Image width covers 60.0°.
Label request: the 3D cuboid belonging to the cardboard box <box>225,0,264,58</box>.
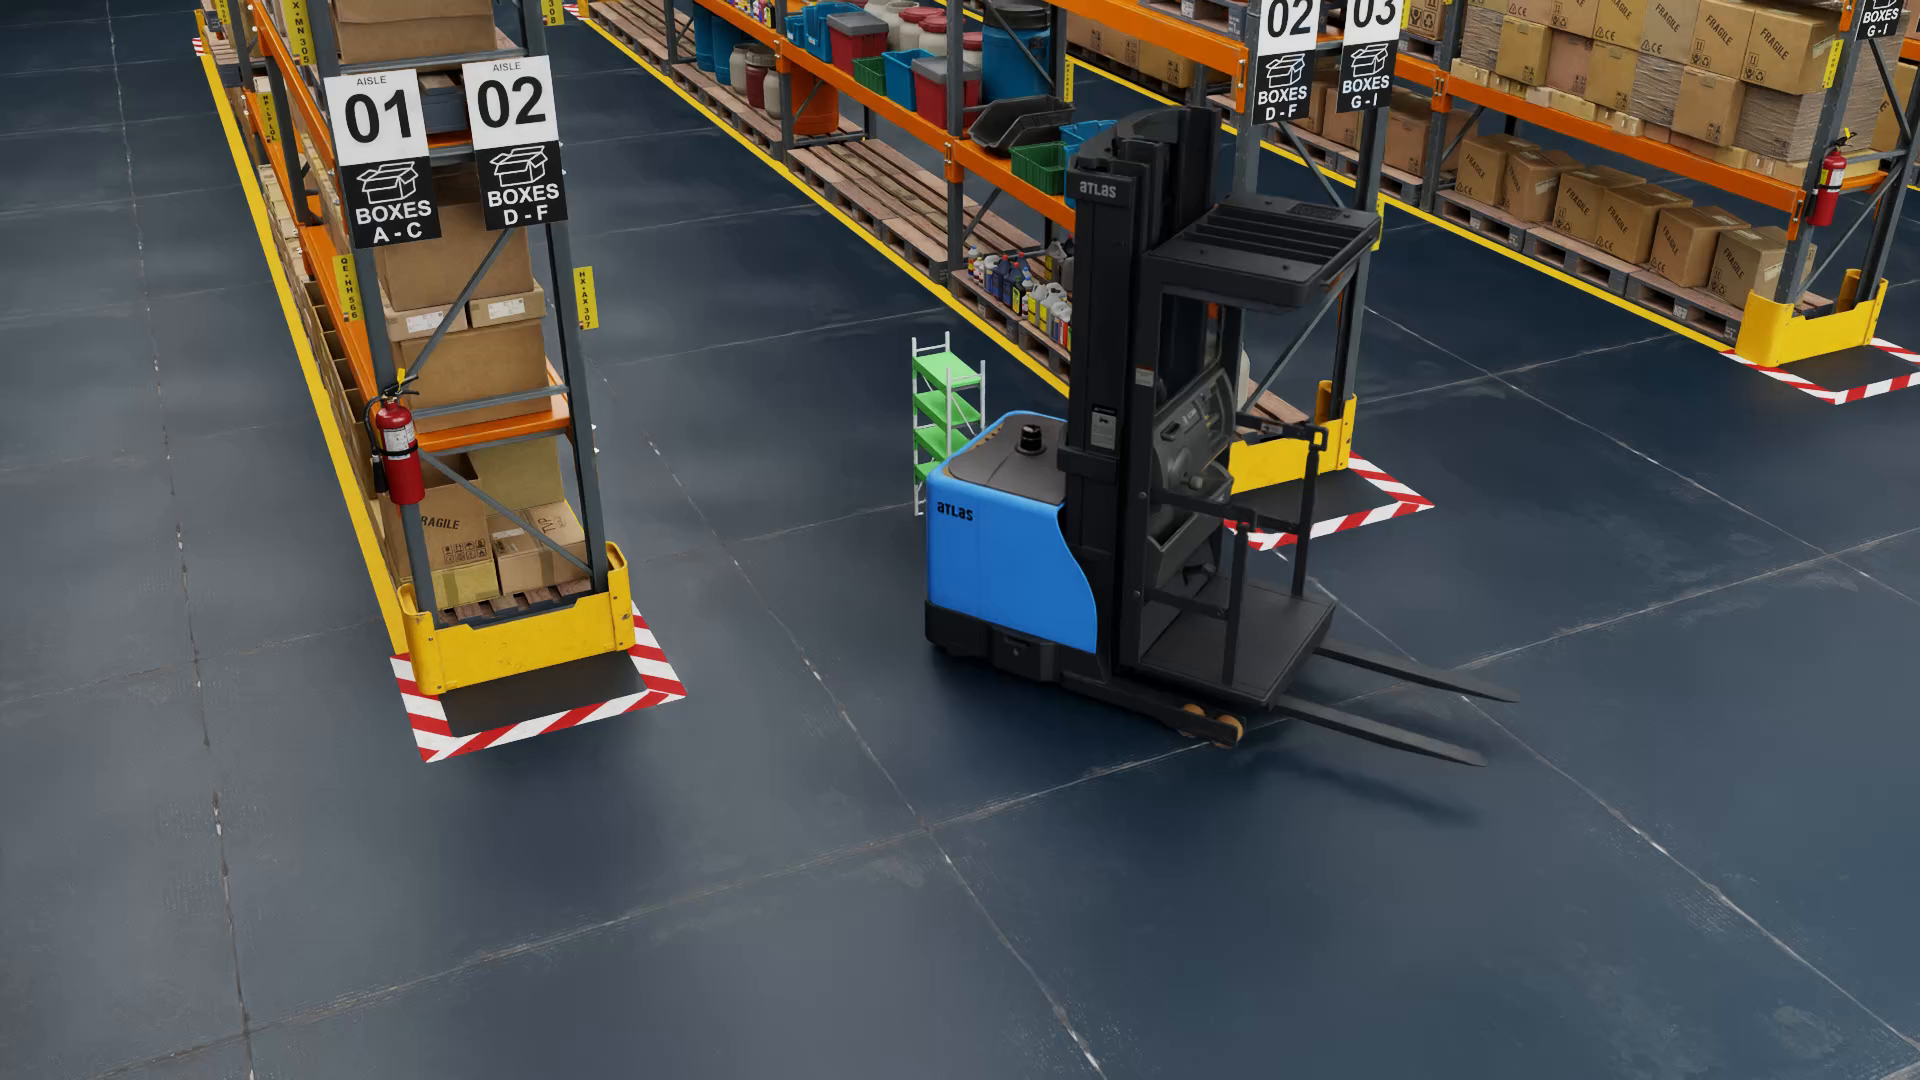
[{"bbox_3d":[-6.193,-4.703,15.011,0.700,0.500,0.500,-26,38,-38],"label":"cardboard box"}]

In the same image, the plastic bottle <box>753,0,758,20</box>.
[{"bbox_3d":[-2.078,-5.462,17.099,0.097,0.201,0.097,0,29,0],"label":"plastic bottle"}]

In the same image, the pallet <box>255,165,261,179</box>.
[{"bbox_3d":[-6.627,-3.881,16.928,1.003,0.211,1.213,-13,32,-22],"label":"pallet"}]

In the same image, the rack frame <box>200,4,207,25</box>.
[{"bbox_3d":[-9.255,-7.755,20.986,1.000,3.000,0.127,-13,32,-22],"label":"rack frame"}]

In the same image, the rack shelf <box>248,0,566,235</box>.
[{"bbox_3d":[-3.245,-2.565,9.400,1.077,0.370,4.000,-13,32,-22],"label":"rack shelf"}]

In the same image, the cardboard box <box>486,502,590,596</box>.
[{"bbox_3d":[-2.415,0.045,9.457,0.500,0.250,0.500,-13,32,-22],"label":"cardboard box"}]

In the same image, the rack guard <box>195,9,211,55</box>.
[{"bbox_3d":[-9.222,-6.631,21.538,1.175,0.500,0.348,-13,32,-22],"label":"rack guard"}]

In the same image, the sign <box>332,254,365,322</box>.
[{"bbox_3d":[-2.882,-1.188,7.848,0.100,0.325,0.005,-13,32,-22],"label":"sign"}]

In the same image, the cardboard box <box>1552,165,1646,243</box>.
[{"bbox_3d":[5.571,-2.931,14.510,0.500,0.500,0.500,-16,33,-26],"label":"cardboard box"}]

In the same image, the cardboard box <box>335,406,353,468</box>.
[{"bbox_3d":[-3.758,-0.726,10.832,0.500,0.250,0.500,-13,32,-22],"label":"cardboard box"}]

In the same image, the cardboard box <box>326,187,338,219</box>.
[{"bbox_3d":[-3.606,-2.053,10.052,0.380,0.149,0.250,-14,32,-23],"label":"cardboard box"}]

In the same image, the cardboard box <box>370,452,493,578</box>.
[{"bbox_3d":[-2.885,-0.173,9.079,0.500,0.500,0.500,-13,32,-22],"label":"cardboard box"}]

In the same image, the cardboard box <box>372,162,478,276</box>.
[{"bbox_3d":[-2.828,-1.760,8.867,0.700,0.500,0.500,-14,32,-23],"label":"cardboard box"}]

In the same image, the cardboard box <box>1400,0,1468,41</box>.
[{"bbox_3d":[4.631,-5.358,15.668,1.000,1.000,1.000,-13,32,-22],"label":"cardboard box"}]

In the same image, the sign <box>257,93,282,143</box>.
[{"bbox_3d":[-4.589,-2.807,11.058,0.100,0.325,0.005,-13,32,-22],"label":"sign"}]

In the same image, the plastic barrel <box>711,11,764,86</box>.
[{"bbox_3d":[-2.540,-5.738,19.105,0.600,0.901,0.708,-13,32,-22],"label":"plastic barrel"}]

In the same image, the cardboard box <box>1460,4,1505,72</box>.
[{"bbox_3d":[4.983,-4.494,14.764,0.875,0.500,0.500,-13,32,-22],"label":"cardboard box"}]

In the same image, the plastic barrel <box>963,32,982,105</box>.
[{"bbox_3d":[0.159,-4.021,14.187,0.433,0.535,0.433,0,29,0],"label":"plastic barrel"}]

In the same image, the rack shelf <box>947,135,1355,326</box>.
[{"bbox_3d":[1.231,-2.295,11.985,1.077,0.370,4.000,-13,32,-22],"label":"rack shelf"}]

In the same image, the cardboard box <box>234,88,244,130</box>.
[{"bbox_3d":[-7.311,-4.592,17.450,0.500,0.500,0.500,-13,32,-21],"label":"cardboard box"}]

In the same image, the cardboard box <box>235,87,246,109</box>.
[{"bbox_3d":[-6.905,-4.489,16.500,0.500,0.250,0.500,-14,32,-23],"label":"cardboard box"}]

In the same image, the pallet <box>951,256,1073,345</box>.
[{"bbox_3d":[0.623,-1.971,13.522,1.003,0.211,1.213,-13,32,-22],"label":"pallet"}]

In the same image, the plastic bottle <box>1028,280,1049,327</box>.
[{"bbox_3d":[0.607,-1.814,12.650,0.144,0.351,0.185,-13,32,-22],"label":"plastic bottle"}]

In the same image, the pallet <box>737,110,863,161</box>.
[{"bbox_3d":[-1.721,-4.383,17.823,1.003,0.211,1.213,-13,32,-22],"label":"pallet"}]

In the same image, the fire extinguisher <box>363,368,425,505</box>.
[{"bbox_3d":[-2.755,-0.504,8.134,0.296,0.674,0.183,-13,32,-22],"label":"fire extinguisher"}]

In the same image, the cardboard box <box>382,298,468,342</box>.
[{"bbox_3d":[-2.722,-1.143,8.428,0.380,0.149,0.250,-14,32,-23],"label":"cardboard box"}]

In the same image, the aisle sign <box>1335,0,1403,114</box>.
[{"bbox_3d":[2.385,-2.889,9.651,0.394,0.787,0.004,-13,32,-22],"label":"aisle sign"}]

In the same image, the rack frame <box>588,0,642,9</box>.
[{"bbox_3d":[-4.779,-8.794,22.838,1.000,3.000,0.127,-13,32,-22],"label":"rack frame"}]

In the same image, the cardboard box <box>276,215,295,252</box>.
[{"bbox_3d":[-5.190,-2.474,13.376,0.500,0.311,0.500,-13,32,-23],"label":"cardboard box"}]

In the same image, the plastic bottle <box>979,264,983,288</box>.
[{"bbox_3d":[0.200,-2.141,13.386,0.097,0.201,0.097,0,29,0],"label":"plastic bottle"}]

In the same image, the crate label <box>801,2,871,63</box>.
[{"bbox_3d":[-1.163,-4.779,15.643,0.502,0.435,0.616,-13,32,-22],"label":"crate label"}]

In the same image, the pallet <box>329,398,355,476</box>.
[{"bbox_3d":[-3.800,-0.878,11.573,1.003,0.211,1.213,-13,32,-22],"label":"pallet"}]

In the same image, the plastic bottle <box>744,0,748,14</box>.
[{"bbox_3d":[-2.203,-5.621,17.312,0.097,0.271,0.097,0,29,0],"label":"plastic bottle"}]

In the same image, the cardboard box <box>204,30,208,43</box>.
[{"bbox_3d":[-9.278,-6.344,20.916,0.380,0.166,0.250,-13,32,-22],"label":"cardboard box"}]

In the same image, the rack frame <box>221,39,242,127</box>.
[{"bbox_3d":[-7.538,-5.988,17.835,1.000,3.000,0.127,-13,32,-22],"label":"rack frame"}]

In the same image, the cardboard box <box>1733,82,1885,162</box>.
[{"bbox_3d":[6.351,-3.188,12.435,0.875,0.500,0.500,-13,32,-22],"label":"cardboard box"}]

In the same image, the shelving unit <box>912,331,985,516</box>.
[{"bbox_3d":[-0.071,-0.596,10.060,0.258,1.200,0.503,-13,32,-22],"label":"shelving unit"}]

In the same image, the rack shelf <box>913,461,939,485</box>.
[{"bbox_3d":[-0.071,-0.331,10.208,0.258,0.148,0.480,-13,32,-22],"label":"rack shelf"}]

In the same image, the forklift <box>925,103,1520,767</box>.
[{"bbox_3d":[1.342,-0.527,8.166,3.031,2.935,1.130,16,33,26],"label":"forklift"}]

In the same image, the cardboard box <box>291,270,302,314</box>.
[{"bbox_3d":[-4.979,-2.010,13.123,0.500,0.250,0.500,-12,32,-21],"label":"cardboard box"}]

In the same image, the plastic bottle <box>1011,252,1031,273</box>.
[{"bbox_3d":[0.474,-2.116,13.188,0.144,0.351,0.185,-13,32,-22],"label":"plastic bottle"}]

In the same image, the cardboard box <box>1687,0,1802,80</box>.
[{"bbox_3d":[5.883,-3.786,12.479,0.500,0.500,0.500,-13,32,-22],"label":"cardboard box"}]

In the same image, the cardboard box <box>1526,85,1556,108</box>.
[{"bbox_3d":[5.080,-3.820,14.225,0.380,0.149,0.250,-13,32,-22],"label":"cardboard box"}]

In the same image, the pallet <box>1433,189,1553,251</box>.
[{"bbox_3d":[5.166,-3.027,15.405,1.003,0.211,1.213,-13,32,-22],"label":"pallet"}]

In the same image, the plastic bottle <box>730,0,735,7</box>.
[{"bbox_3d":[-2.395,-5.803,17.624,0.061,0.283,0.133,-13,32,-22],"label":"plastic bottle"}]

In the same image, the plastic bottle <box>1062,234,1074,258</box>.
[{"bbox_3d":[0.909,-2.305,13.526,0.144,0.351,0.185,-14,32,-23],"label":"plastic bottle"}]

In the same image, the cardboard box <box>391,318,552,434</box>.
[{"bbox_3d":[-2.575,-0.940,8.730,0.700,0.500,0.500,-13,32,-22],"label":"cardboard box"}]

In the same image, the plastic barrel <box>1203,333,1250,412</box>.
[{"bbox_3d":[1.738,-1.098,11.229,0.421,0.512,0.421,0,29,0],"label":"plastic barrel"}]

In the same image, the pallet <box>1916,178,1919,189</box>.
[{"bbox_3d":[10.152,-3.421,16.108,1.003,0.211,1.213,-13,32,-22],"label":"pallet"}]

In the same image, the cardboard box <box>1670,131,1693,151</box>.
[{"bbox_3d":[5.830,-3.182,13.087,0.380,0.149,0.250,-13,32,-22],"label":"cardboard box"}]

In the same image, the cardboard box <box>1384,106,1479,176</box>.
[{"bbox_3d":[4.601,-3.910,16.235,0.700,0.500,0.500,-16,33,-26],"label":"cardboard box"}]

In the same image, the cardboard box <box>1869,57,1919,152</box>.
[{"bbox_3d":[9.575,-4.493,16.912,0.875,0.875,0.875,-13,32,-21],"label":"cardboard box"}]
